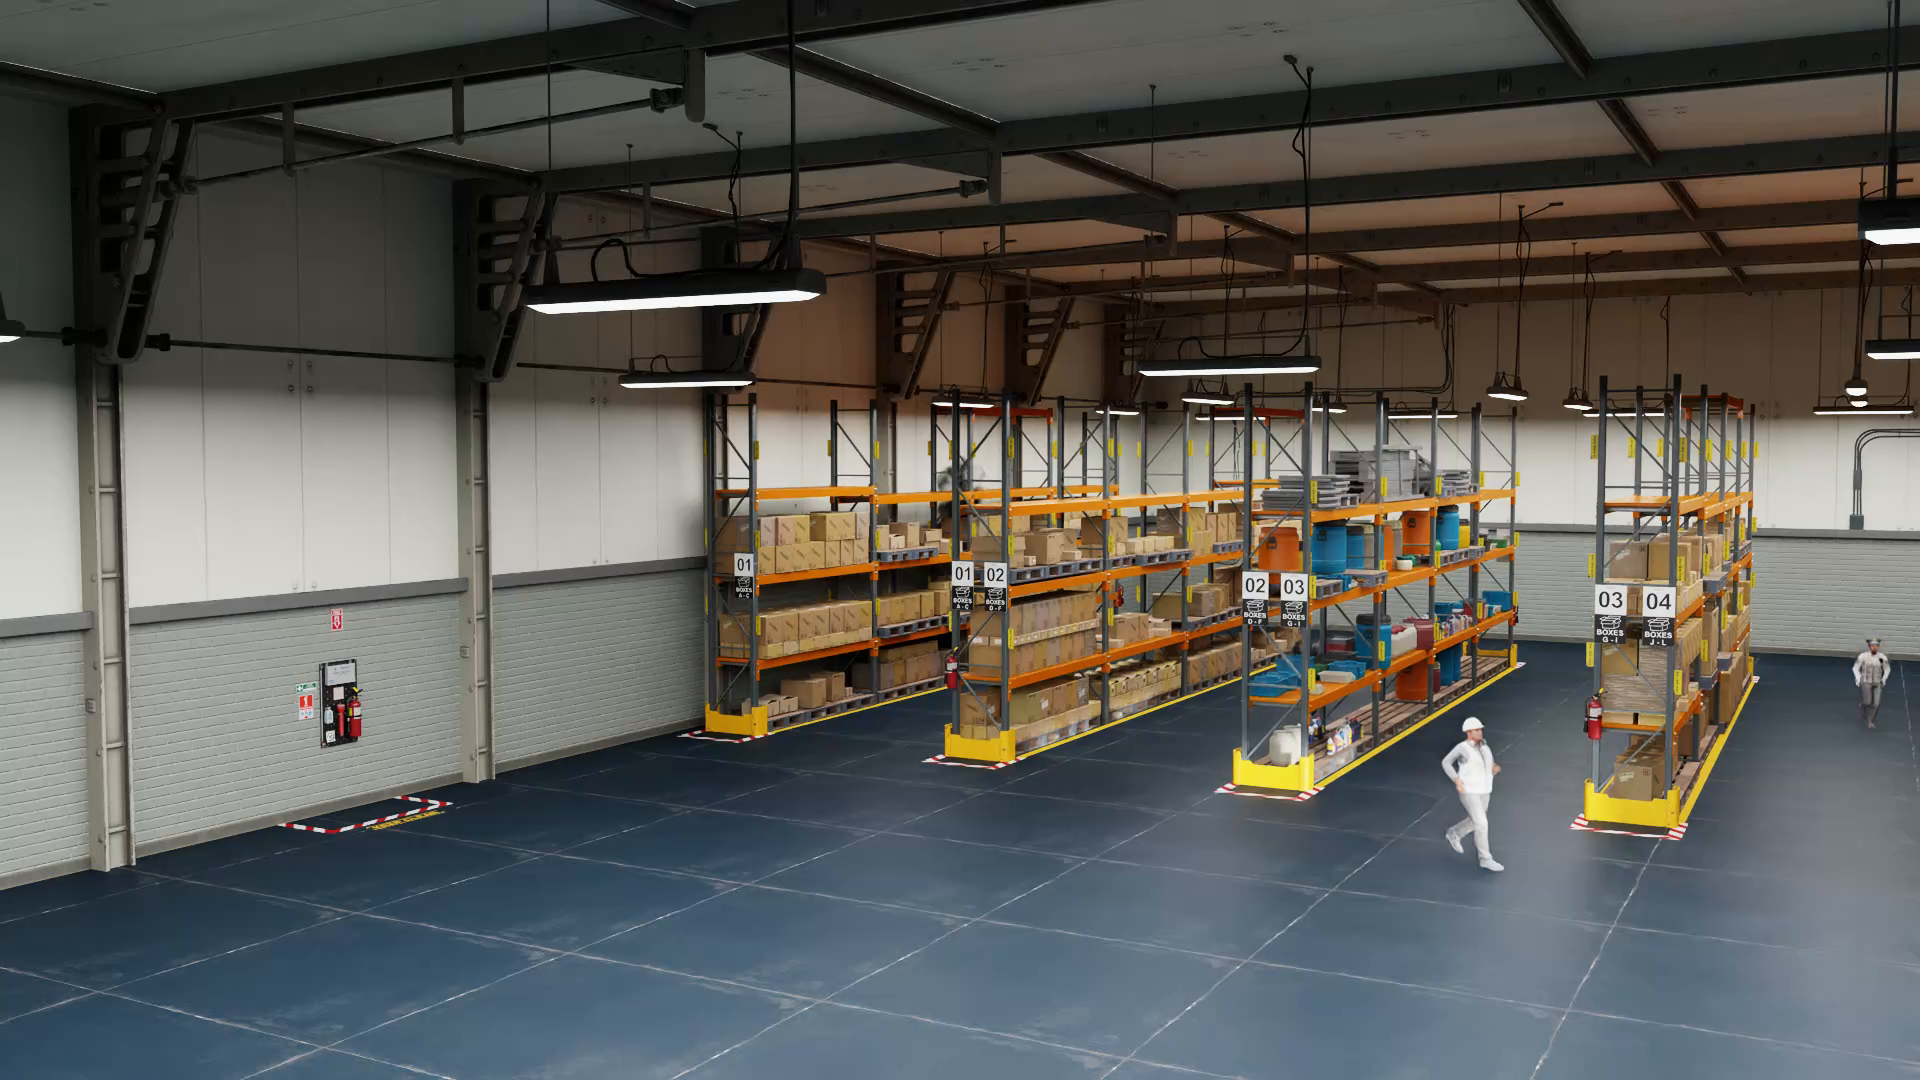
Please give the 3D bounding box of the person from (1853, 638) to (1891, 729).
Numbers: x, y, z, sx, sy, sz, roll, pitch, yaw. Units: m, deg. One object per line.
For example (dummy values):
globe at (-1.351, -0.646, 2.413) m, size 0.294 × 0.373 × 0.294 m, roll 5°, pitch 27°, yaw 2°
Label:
person at (16.472, 2.572, 30.039) m, size 0.601 × 1.641 × 0.584 m, roll 1°, pitch 3°, yaw 19°

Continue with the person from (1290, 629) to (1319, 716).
person at (6.388, 2.482, 30.937) m, size 0.635 × 1.676 × 0.564 m, roll 2°, pitch 4°, yaw 32°

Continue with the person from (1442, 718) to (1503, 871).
person at (6.186, 3.015, 20.007) m, size 0.659 × 1.752 × 0.960 m, roll -2°, pitch 4°, yaw -33°
